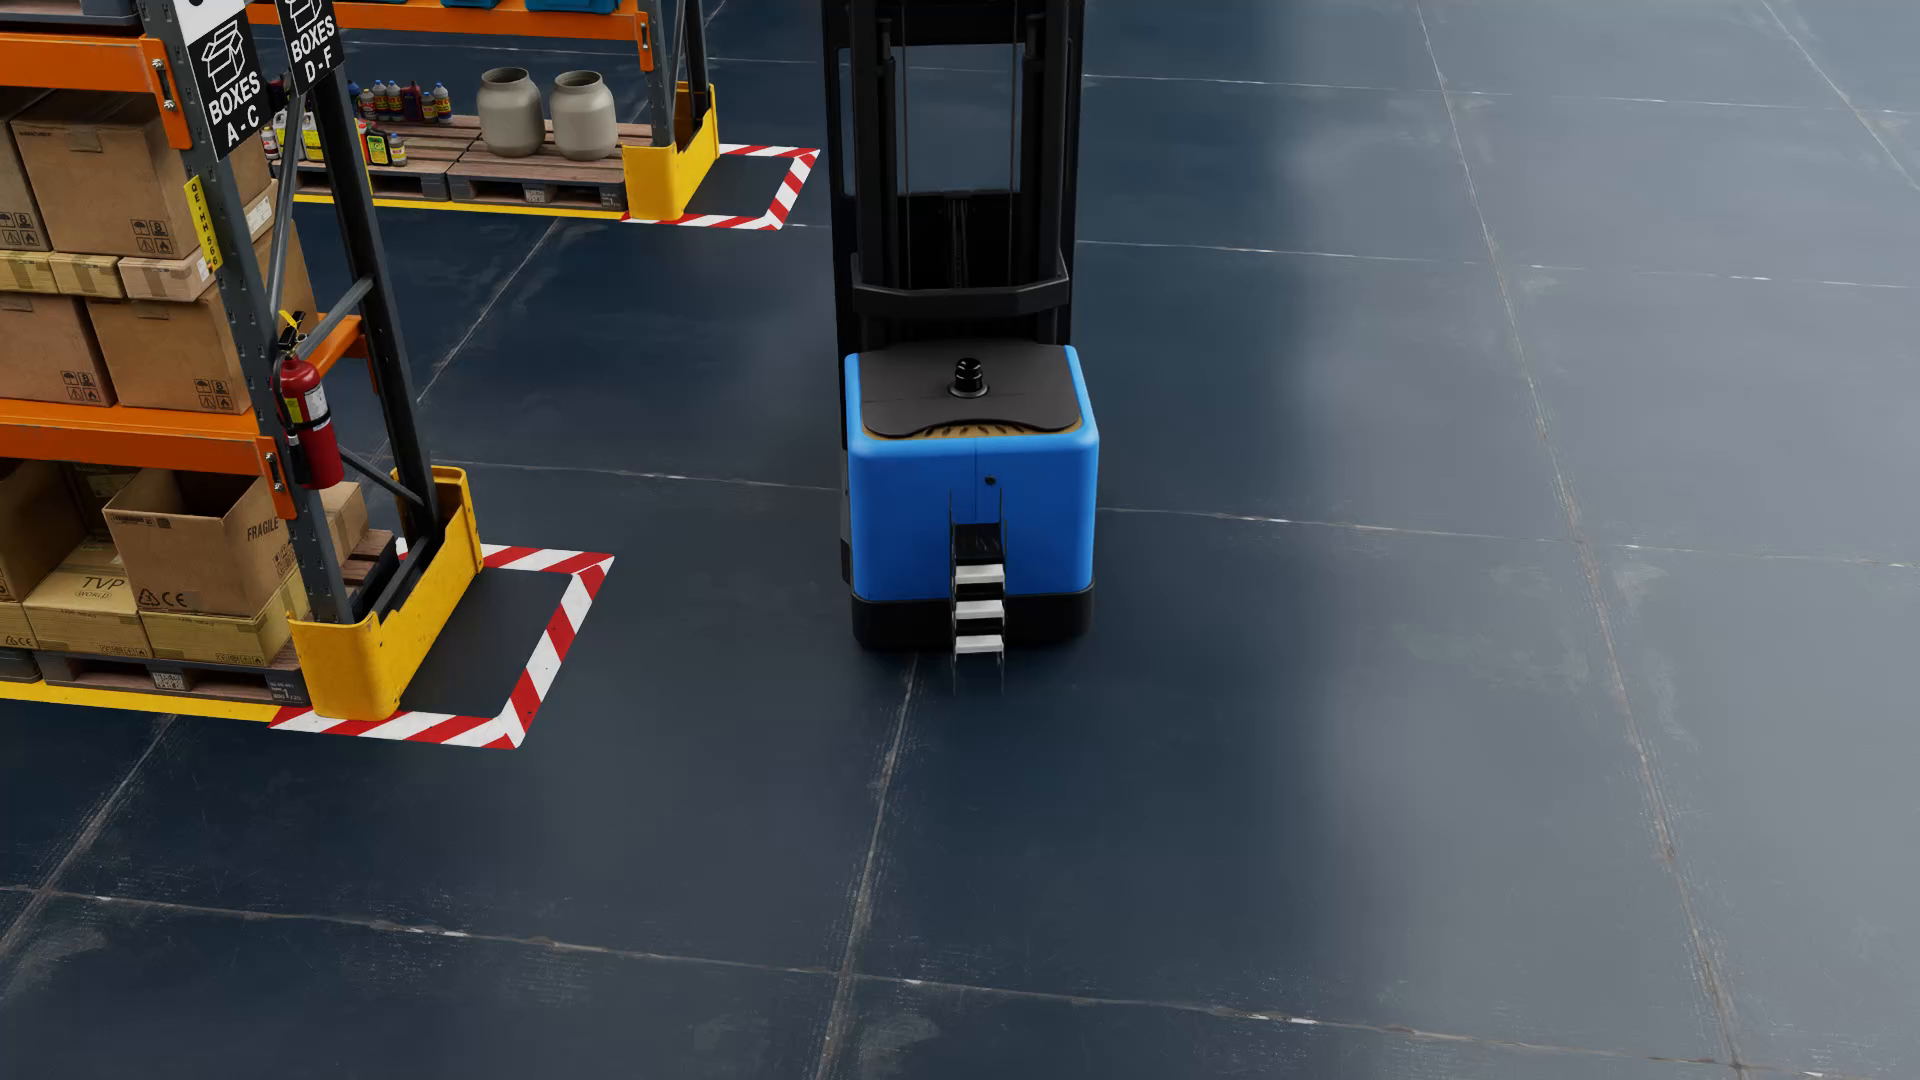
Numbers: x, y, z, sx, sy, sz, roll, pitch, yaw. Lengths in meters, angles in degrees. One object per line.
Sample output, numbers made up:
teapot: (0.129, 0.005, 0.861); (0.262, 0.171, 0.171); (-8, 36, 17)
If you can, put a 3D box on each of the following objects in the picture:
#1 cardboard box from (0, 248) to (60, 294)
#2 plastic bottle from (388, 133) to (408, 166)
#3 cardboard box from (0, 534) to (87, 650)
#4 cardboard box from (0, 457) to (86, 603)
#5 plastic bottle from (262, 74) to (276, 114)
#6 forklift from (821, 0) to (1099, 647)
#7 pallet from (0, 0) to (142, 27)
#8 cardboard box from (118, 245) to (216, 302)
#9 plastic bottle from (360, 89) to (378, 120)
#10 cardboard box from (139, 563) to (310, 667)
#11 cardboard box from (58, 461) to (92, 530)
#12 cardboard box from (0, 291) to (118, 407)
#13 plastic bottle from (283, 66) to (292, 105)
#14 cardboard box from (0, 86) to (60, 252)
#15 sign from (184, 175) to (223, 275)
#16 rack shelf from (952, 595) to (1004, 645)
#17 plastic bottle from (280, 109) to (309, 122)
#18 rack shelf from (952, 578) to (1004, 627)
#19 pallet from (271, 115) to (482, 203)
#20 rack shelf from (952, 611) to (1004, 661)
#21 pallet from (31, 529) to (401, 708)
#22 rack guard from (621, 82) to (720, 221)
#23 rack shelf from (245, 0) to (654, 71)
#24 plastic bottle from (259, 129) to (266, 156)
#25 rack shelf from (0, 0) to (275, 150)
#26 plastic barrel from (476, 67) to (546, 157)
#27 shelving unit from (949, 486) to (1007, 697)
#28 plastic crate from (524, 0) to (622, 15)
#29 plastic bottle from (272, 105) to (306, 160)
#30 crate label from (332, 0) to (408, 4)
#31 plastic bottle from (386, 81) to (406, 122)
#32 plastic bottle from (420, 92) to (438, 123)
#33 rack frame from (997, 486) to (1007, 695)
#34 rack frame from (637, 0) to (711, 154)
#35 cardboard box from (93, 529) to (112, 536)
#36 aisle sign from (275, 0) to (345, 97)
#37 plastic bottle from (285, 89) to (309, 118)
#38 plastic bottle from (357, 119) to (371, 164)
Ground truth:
cardboard box: (-3.404, -1.076, 6.218); (0.250, 0.149, 0.380); (4, 36, 5)
plastic bottle: (-3.730, -2.592, 11.018); (0.097, 0.201, 0.097); (0, 36, 0)
cardboard box: (-4.051, 0.198, 7.084); (0.500, 0.250, 0.500); (4, 36, 6)
cardboard box: (-4.051, -0.106, 6.864); (0.500, 0.500, 0.500); (4, 36, 6)
plastic bottle: (-4.955, -3.170, 11.699); (0.185, 0.351, 0.144); (3, 36, 4)
forklift: (-0.049, -1.568, 7.612); (1.130, 2.935, 3.031); (-3, 36, -4)
pallet: (-3.186, -2.067, 5.746); (1.213, 0.211, 1.003); (4, 36, 6)
cardboard box: (-2.891, -1.038, 6.166); (0.250, 0.149, 0.380); (4, 36, 5)
plastic bottle: (-4.149, -3.063, 11.677); (0.097, 0.201, 0.097); (0, 36, 0)
cardboard box: (-3.057, 0.264, 6.991); (0.500, 0.250, 0.500); (4, 36, 6)
cardboard box: (-3.985, -0.405, 7.284); (0.500, 0.500, 0.500); (4, 36, 6)
cardboard box: (-3.470, -0.934, 6.578); (0.500, 0.500, 0.700); (5, 36, 7)
plastic bottle: (-4.634, -3.146, 11.665); (0.185, 0.351, 0.144); (4, 36, 6)
cardboard box: (-3.524, -1.465, 6.206); (0.500, 0.500, 0.700); (3, 36, 5)
sign: (-2.570, -1.071, 5.656); (0.005, 0.325, 0.100); (4, 36, 6)
rack shelf: (0.071, 0.323, 6.923); (0.200, 0.077, 0.258); (-3, 36, -4)
plastic bottle: (-4.470, -2.778, 11.214); (0.135, 0.276, 0.152); (4, 36, 6)
rack shelf: (0.071, 0.249, 6.870); (0.200, 0.077, 0.258); (-3, 36, -4)
pallet: (-3.946, -2.667, 11.493); (1.213, 0.211, 1.003); (4, 36, 6)
rack shelf: (0.071, 0.396, 6.975); (0.200, 0.077, 0.258); (-3, 36, -4)
pallet: (-3.251, 0.287, 7.353); (1.213, 0.211, 1.003); (4, 36, 6)
rack guard: (-1.934, -2.630, 11.192); (0.348, 0.500, 1.175); (4, 36, 6)
rack shelf: (-3.837, -3.524, 10.913); (4.000, 0.370, 1.077); (4, 36, 6)
plastic bottle: (-4.727, -2.689, 11.083); (0.133, 0.283, 0.061); (6, 36, 8)
rack shelf: (-4.471, -1.891, 6.043); (4.000, 0.370, 1.077); (4, 36, 6)
plastic barrel: (-3.013, -2.869, 11.155); (0.421, 0.512, 0.421); (0, 36, 0)
shelving unit: (0.071, 0.222, 6.851); (0.210, 0.900, 0.258); (-3, 36, -4)
plastic crate: (-2.387, -3.473, 10.350); (0.616, 0.251, 0.499); (4, 36, 6)
plastic bottle: (-4.464, -2.721, 11.070); (0.185, 0.351, 0.144); (4, 36, 6)
crate label: (-3.713, -3.664, 10.458); (0.616, 0.435, 0.502); (4, 36, 6)
plastic bottle: (-3.952, -3.076, 11.636); (0.097, 0.271, 0.097); (0, 36, 0)
plastic bottle: (-3.714, -3.030, 11.632); (0.097, 0.201, 0.097); (0, 36, 0)
rack frame: (0.172, 0.218, 6.857); (0.006, 0.900, 0.240); (-3, 36, -4)
rack frame: (-1.853, -3.669, 10.496); (0.127, 3.000, 1.000); (4, 36, 6)
cardboard box: (-3.488, -0.070, 7.458); (0.500, 0.250, 0.500); (4, 36, 6)
aisle sign: (-2.383, -2.045, 5.983); (0.004, 0.787, 0.394); (4, 36, 6)
plastic bottle: (-4.622, -3.058, 11.599); (0.133, 0.283, 0.061); (4, 36, 6)
plastic bottle: (-3.977, -2.657, 11.044); (0.135, 0.276, 0.152); (5, 36, 6)
